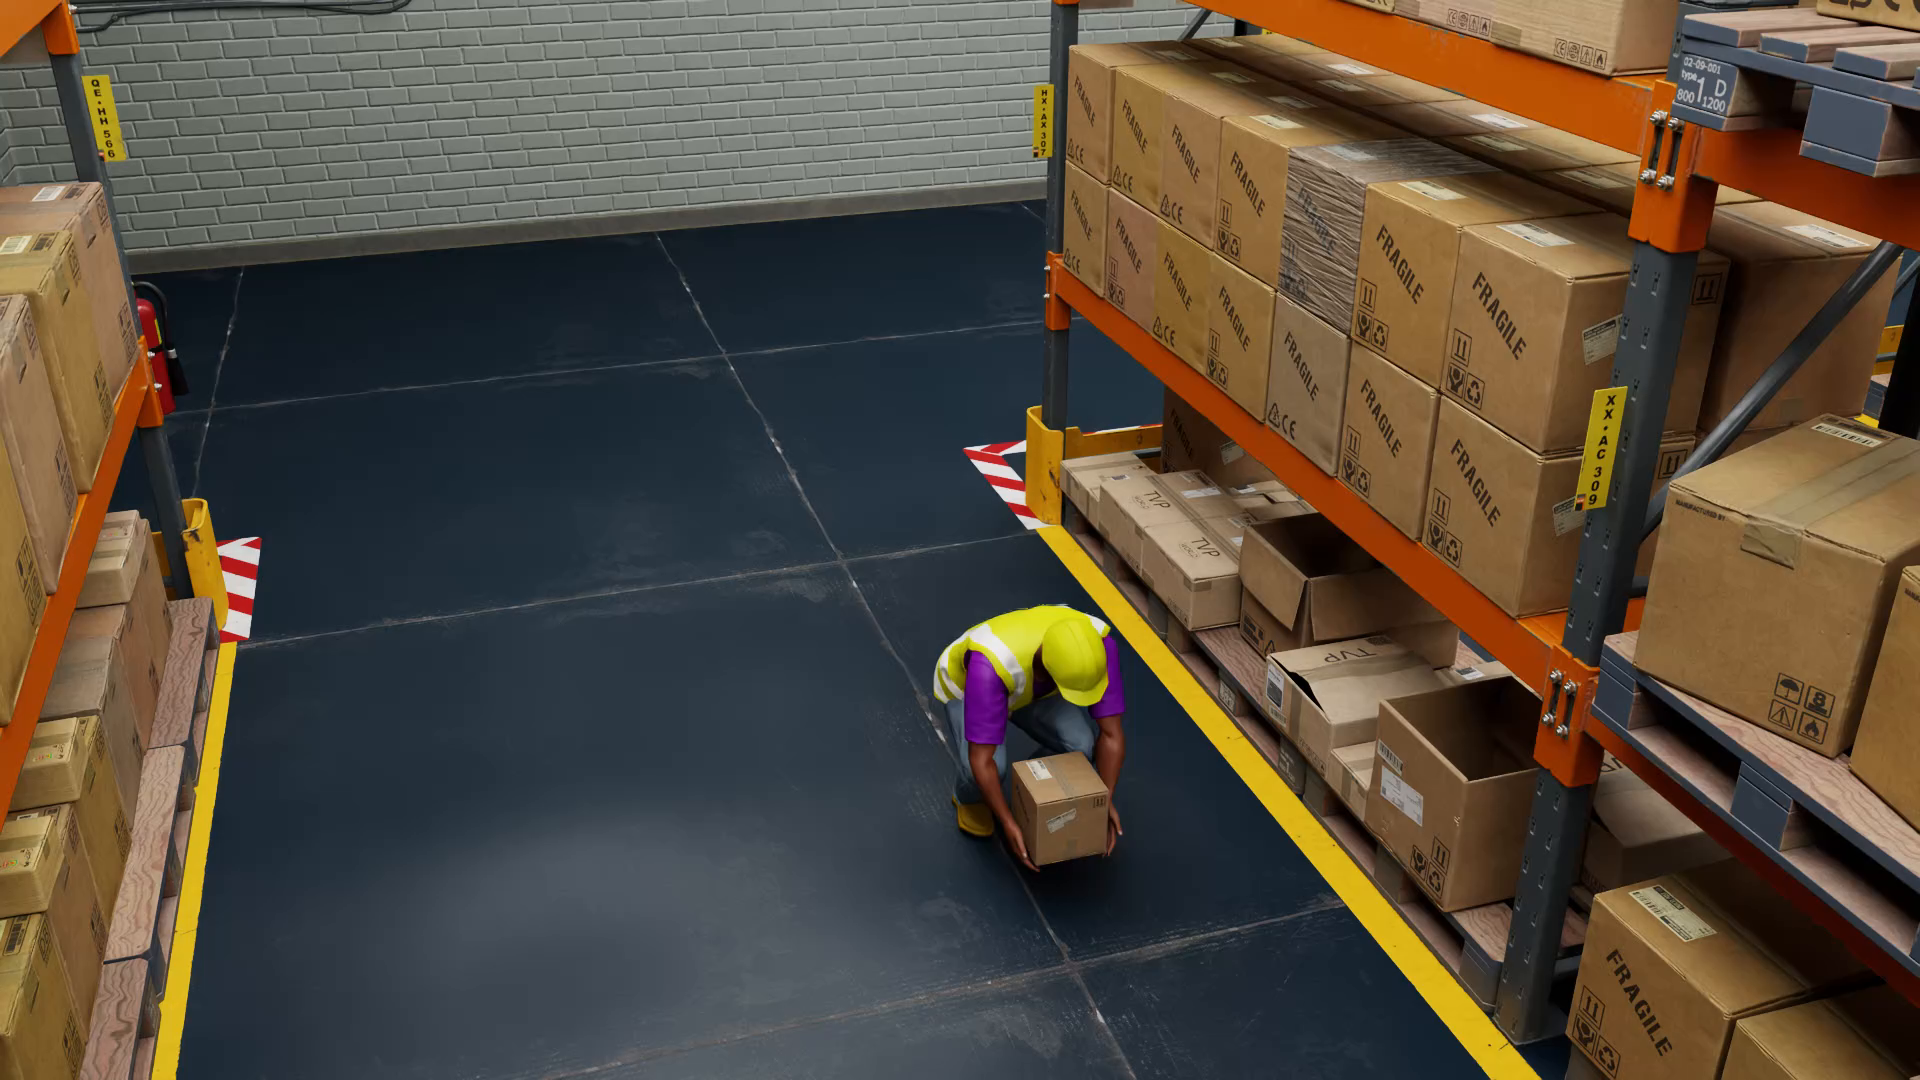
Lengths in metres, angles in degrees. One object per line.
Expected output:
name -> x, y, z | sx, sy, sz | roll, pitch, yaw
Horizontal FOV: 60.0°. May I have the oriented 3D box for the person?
person -> 0.248, 0.593, 5.758 | 0.586, 0.998, 0.892 | -8, 27, -16
